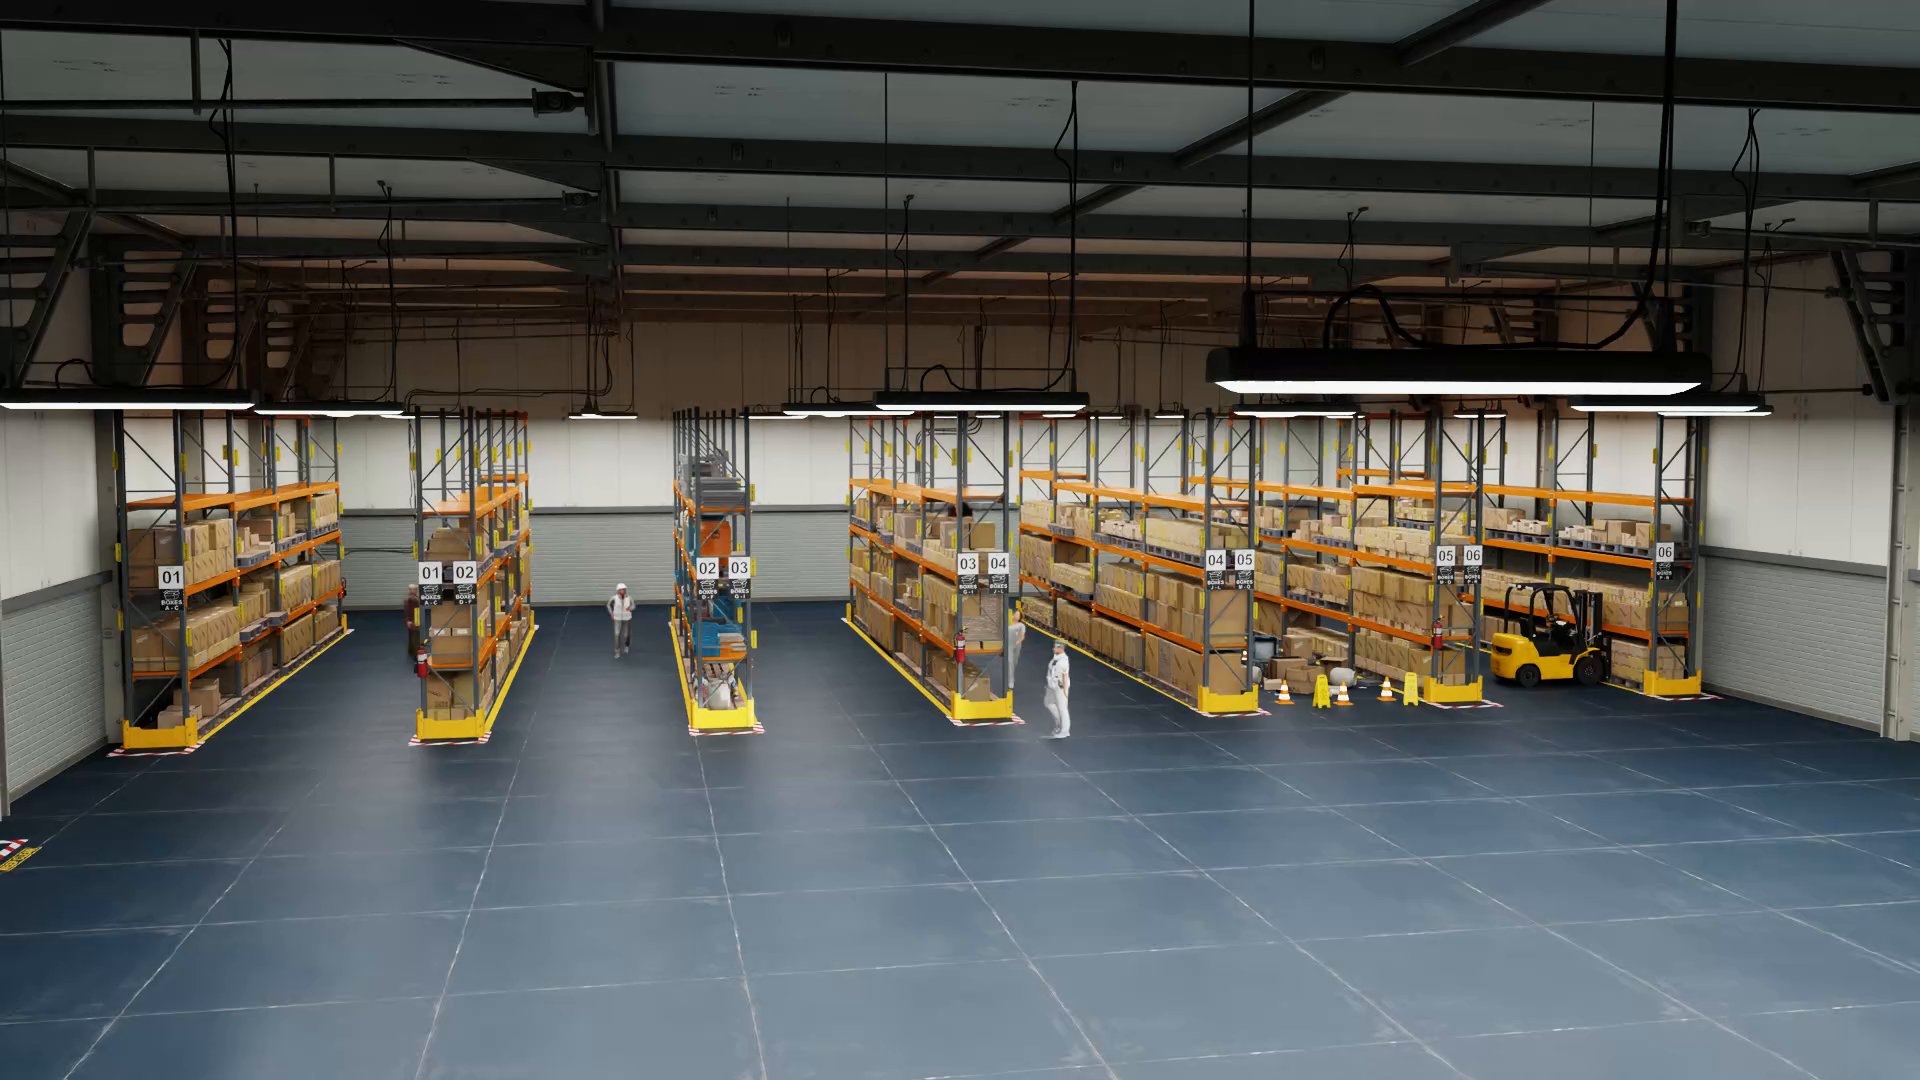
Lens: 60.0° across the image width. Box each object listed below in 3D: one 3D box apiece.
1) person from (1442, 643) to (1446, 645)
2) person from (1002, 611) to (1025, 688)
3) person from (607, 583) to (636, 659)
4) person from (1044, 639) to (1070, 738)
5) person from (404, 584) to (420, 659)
[{"bbox_3d":[10.964,2.101,38.383,0.662,1.782,0.535,2,5,27],"label":"person"},{"bbox_3d":[1.166,2.371,36.188,0.515,1.630,0.933,-1,4,-9],"label":"person"},{"bbox_3d":[-8.264,1.961,40.575,0.694,1.816,0.829,0,4,-6],"label":"person"},{"bbox_3d":[1.785,2.687,30.232,0.444,1.779,0.628,-1,4,-19],"label":"person"},{"bbox_3d":[-13.173,1.966,40.357,0.507,1.783,0.608,0,4,-4],"label":"person"}]
